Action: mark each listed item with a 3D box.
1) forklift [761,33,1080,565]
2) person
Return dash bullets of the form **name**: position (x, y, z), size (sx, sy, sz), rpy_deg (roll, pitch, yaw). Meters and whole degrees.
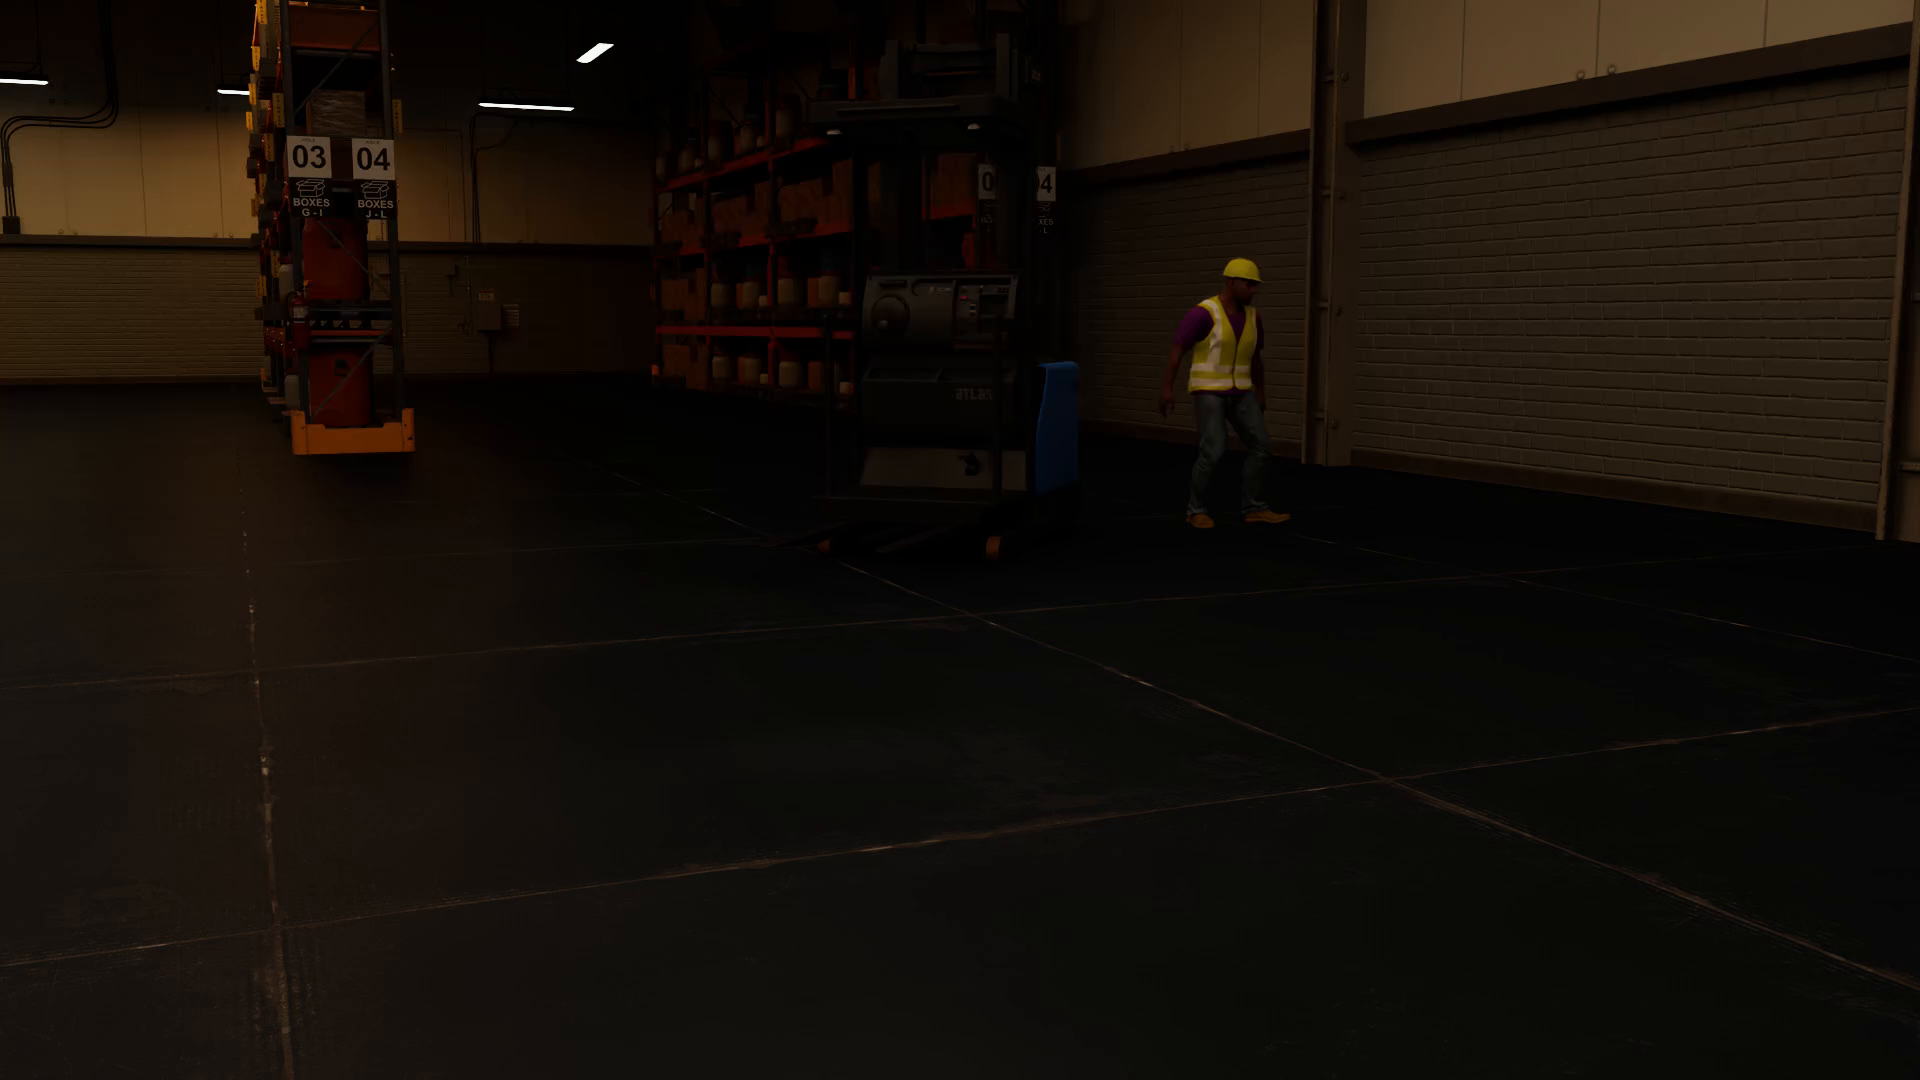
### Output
- **forklift**: position (-0.182, -1.375, 9.371), size (1.130, 2.935, 3.031), rpy_deg (3, 8, 18)
- **person**: position (1.725, -0.945, 10.739), size (0.878, 1.731, 0.466), rpy_deg (-4, 8, -27)
